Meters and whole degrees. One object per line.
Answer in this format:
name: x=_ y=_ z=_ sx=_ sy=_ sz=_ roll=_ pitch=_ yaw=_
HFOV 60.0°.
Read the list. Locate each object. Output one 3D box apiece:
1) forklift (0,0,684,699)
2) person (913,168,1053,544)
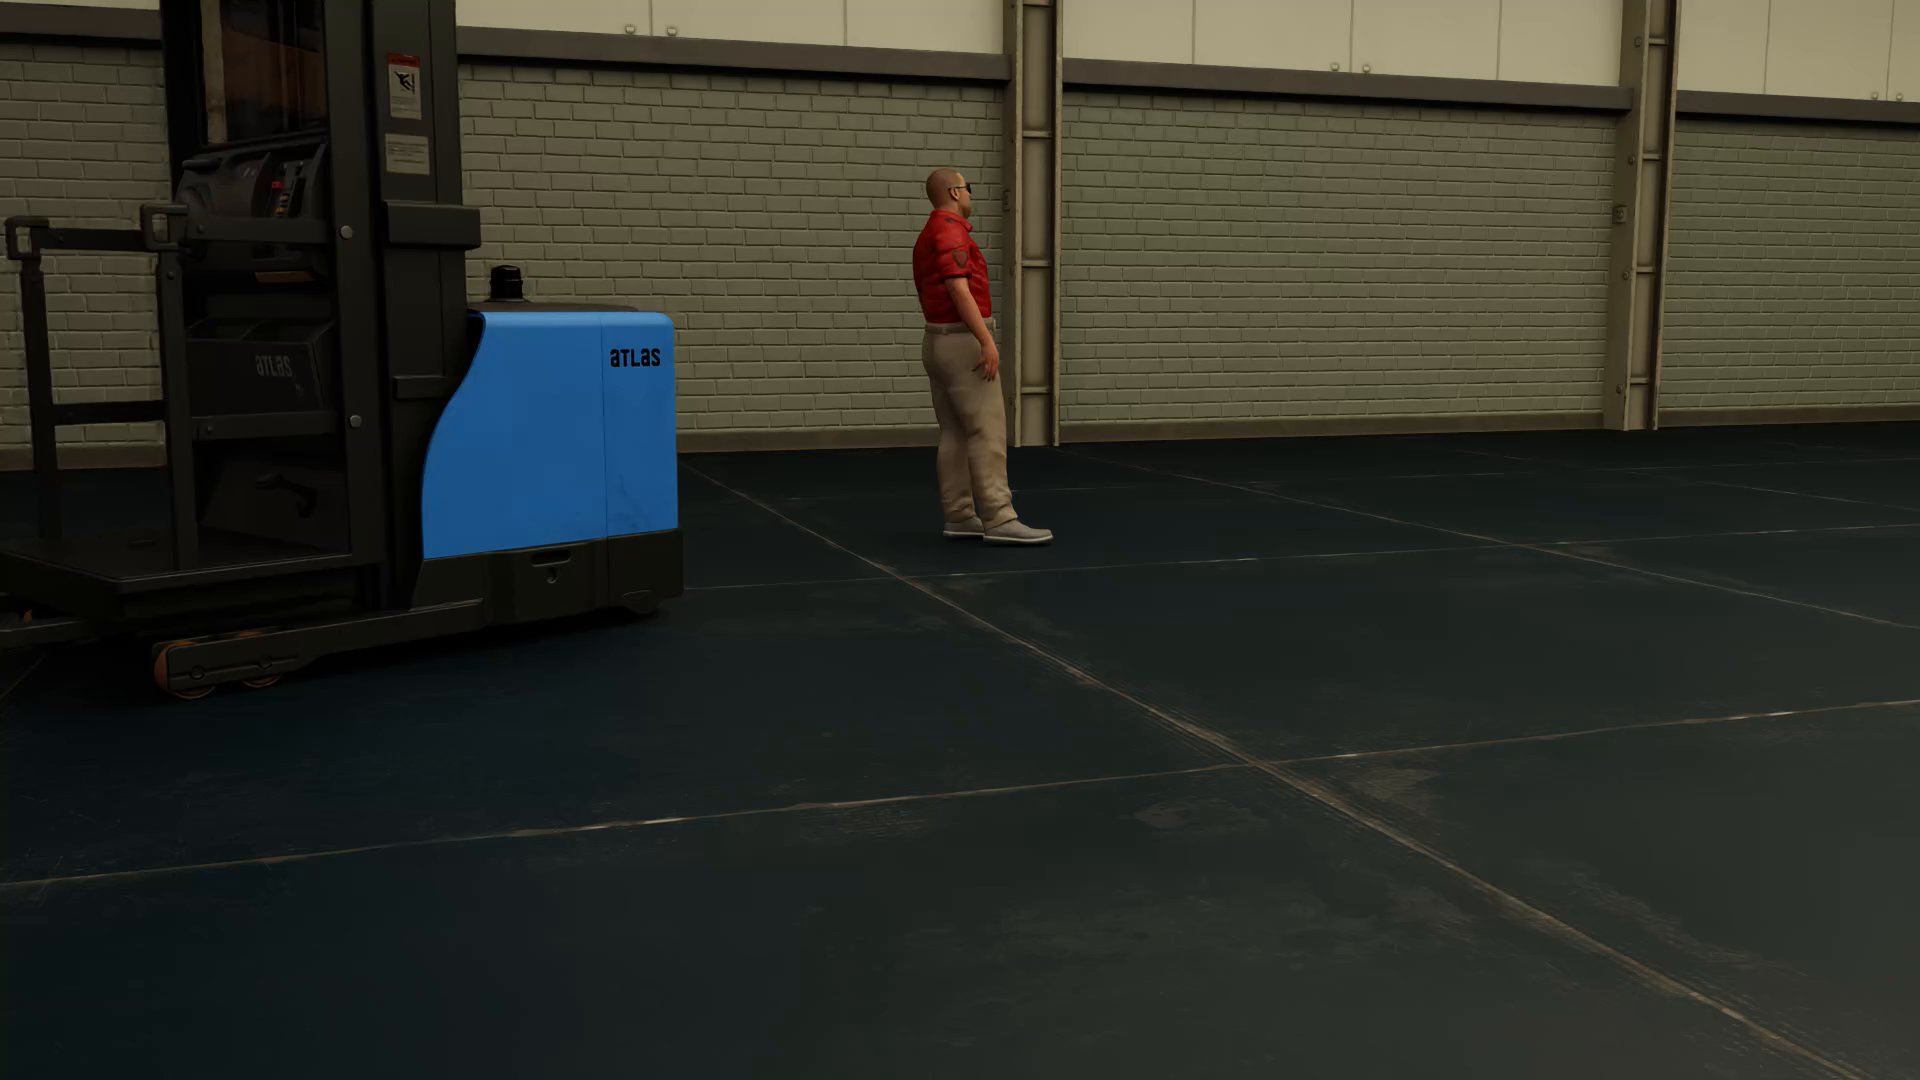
forklift: x=-2.348 y=-1.083 z=5.011 sx=1.130 sy=2.935 sz=3.031 roll=7 pitch=10 yaw=41
person: x=0.089 y=-0.867 z=7.824 sx=0.550 sy=1.727 sz=0.641 roll=-3 pitch=8 yaw=-18
